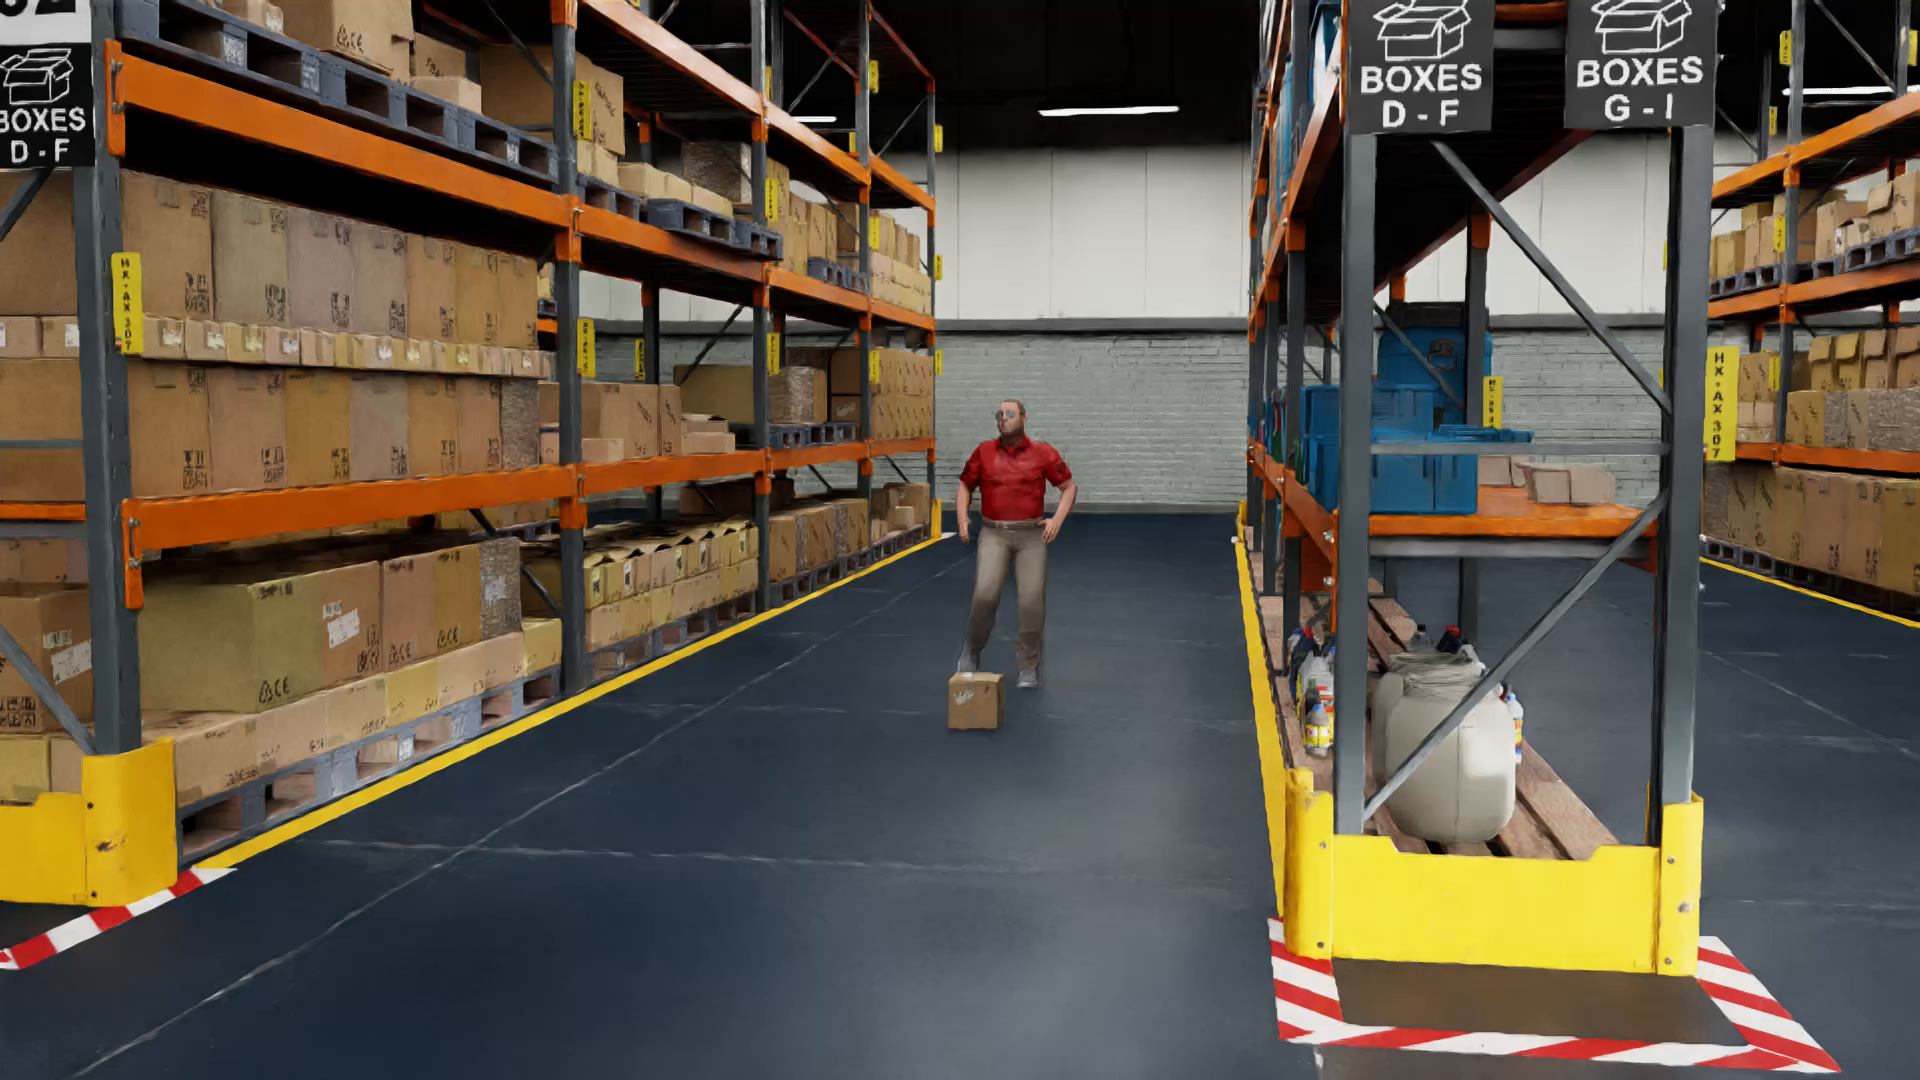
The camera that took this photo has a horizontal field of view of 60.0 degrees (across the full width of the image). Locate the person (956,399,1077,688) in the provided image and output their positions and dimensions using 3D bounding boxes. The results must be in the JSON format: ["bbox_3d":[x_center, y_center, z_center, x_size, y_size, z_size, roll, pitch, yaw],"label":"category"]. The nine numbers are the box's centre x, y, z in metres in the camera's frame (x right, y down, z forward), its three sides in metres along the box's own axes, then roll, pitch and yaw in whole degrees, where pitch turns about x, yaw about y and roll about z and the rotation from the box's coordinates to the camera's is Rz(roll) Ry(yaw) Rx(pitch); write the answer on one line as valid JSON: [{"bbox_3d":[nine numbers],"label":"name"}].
[{"bbox_3d":[0.330,0.017,9.805,0.717,1.696,0.508,0,4,2],"label":"person"}]
